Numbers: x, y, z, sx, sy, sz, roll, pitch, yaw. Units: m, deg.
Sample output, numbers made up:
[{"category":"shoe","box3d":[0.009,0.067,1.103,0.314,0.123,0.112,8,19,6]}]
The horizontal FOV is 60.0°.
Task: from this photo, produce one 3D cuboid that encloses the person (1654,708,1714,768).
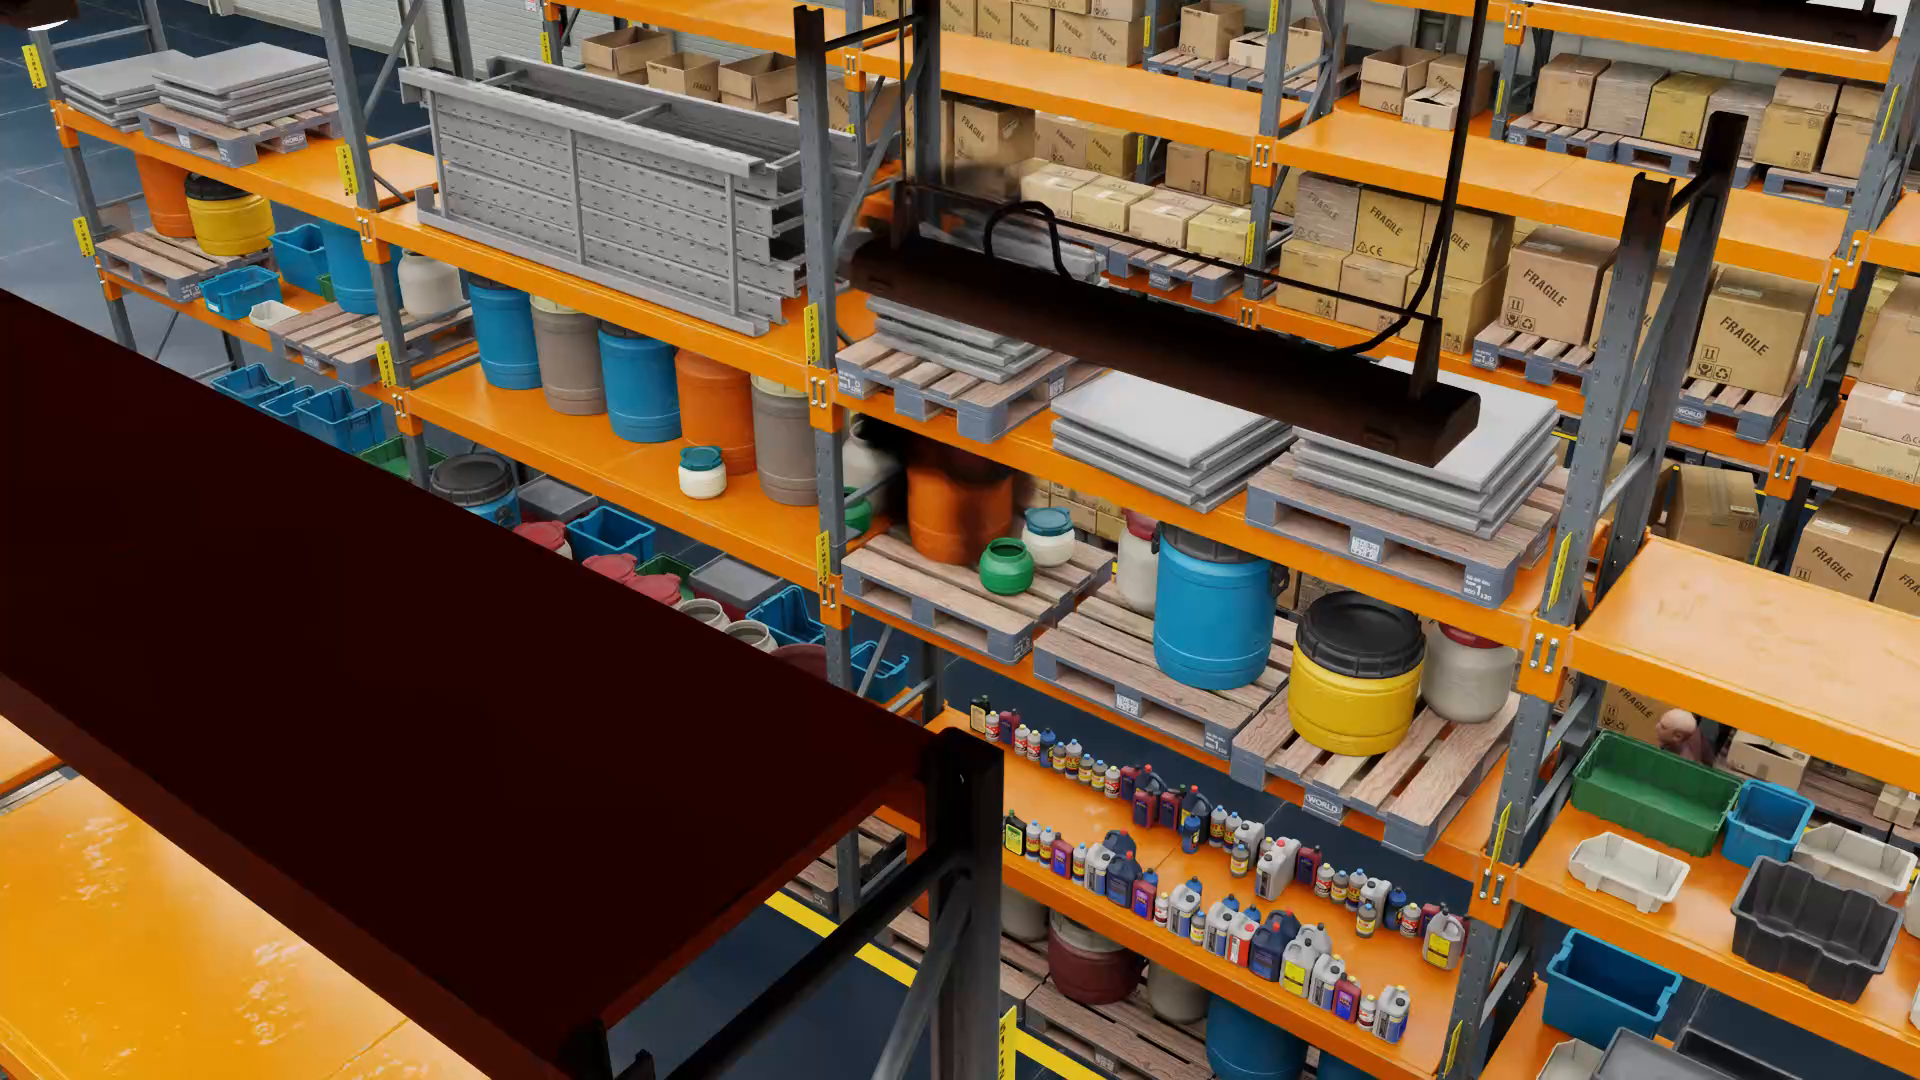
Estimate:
[{"category":"person","box3d":[4.651,1.816,10.678,0.709,1.713,0.715,11,33,17]}]
